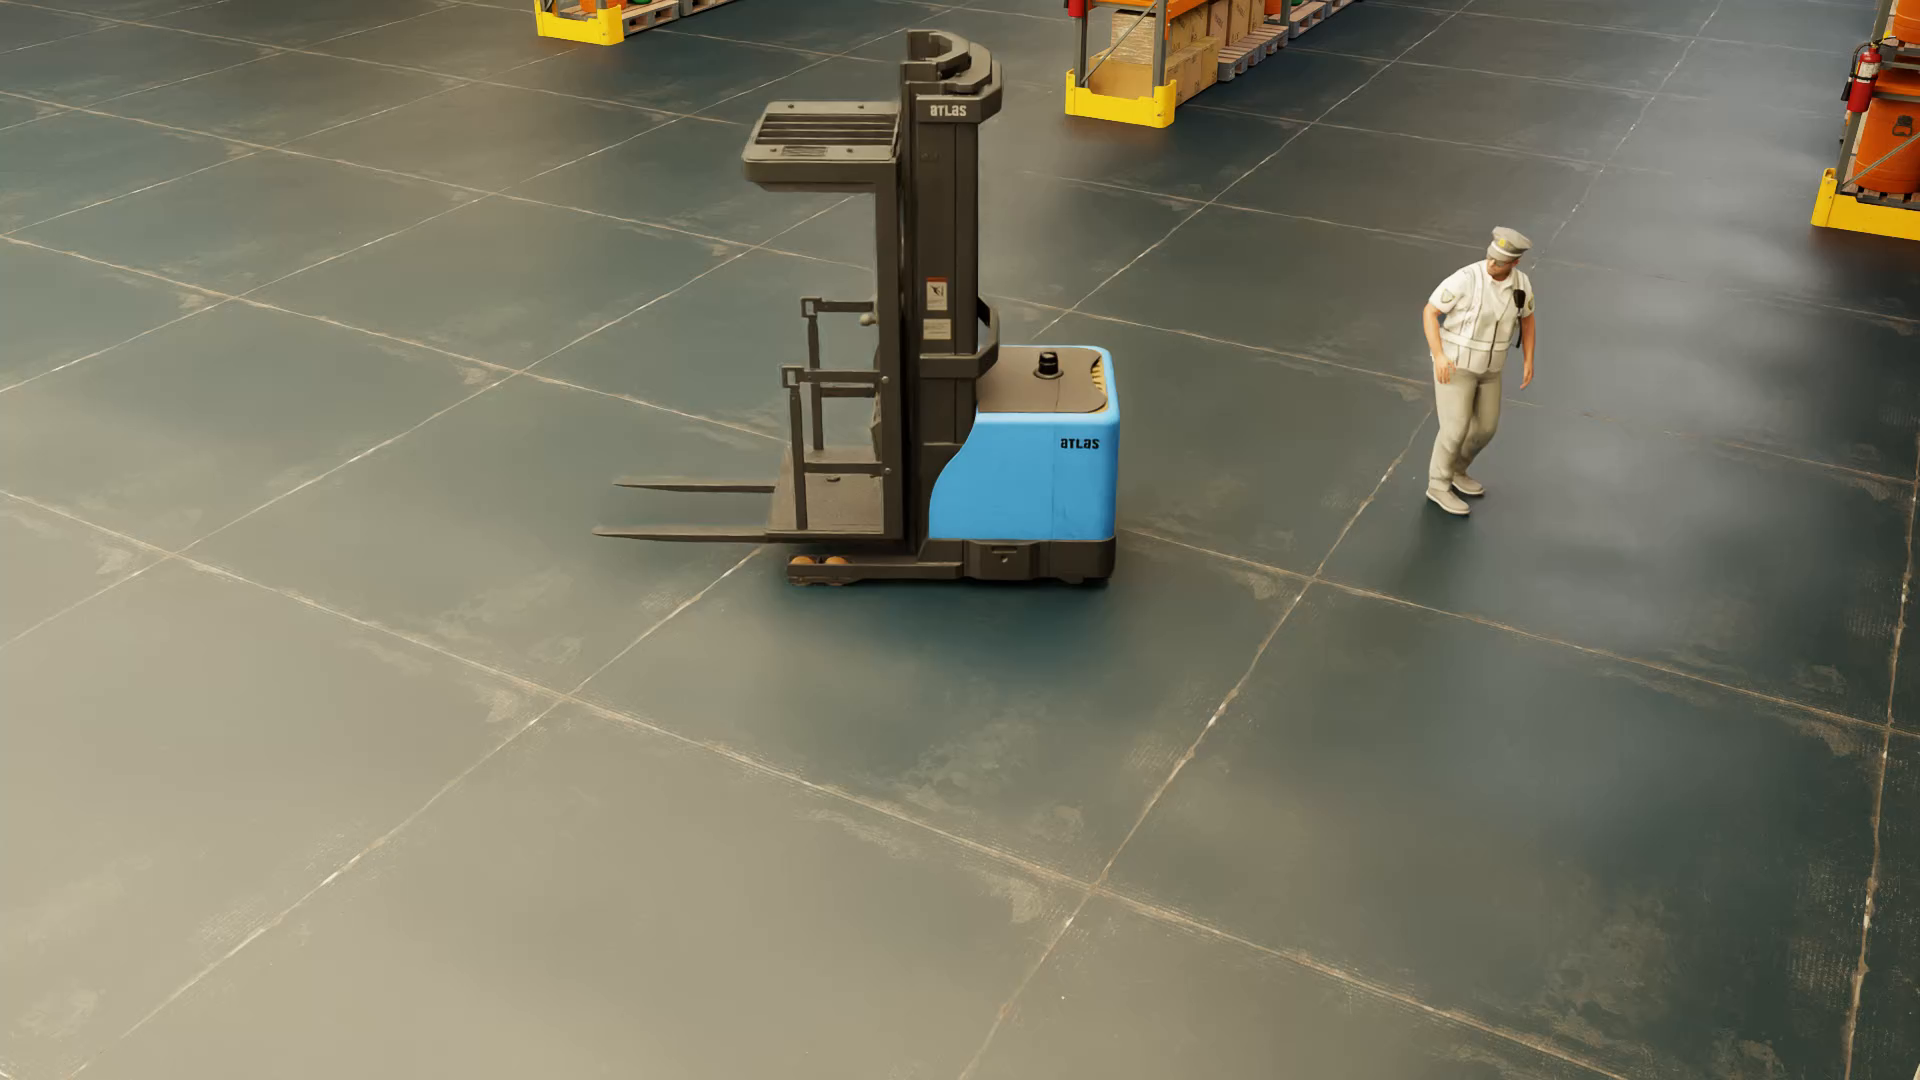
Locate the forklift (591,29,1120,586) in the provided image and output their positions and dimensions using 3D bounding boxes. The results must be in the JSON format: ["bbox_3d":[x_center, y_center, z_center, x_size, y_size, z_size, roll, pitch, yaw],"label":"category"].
[{"bbox_3d":[-0.618,-1.268,9.268,3.031,2.935,1.130,1,30,1],"label":"forklift"}]

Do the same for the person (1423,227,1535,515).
[{"bbox_3d":[3.177,-1.045,10.085,0.732,1.733,0.532,-12,32,-19],"label":"person"}]
